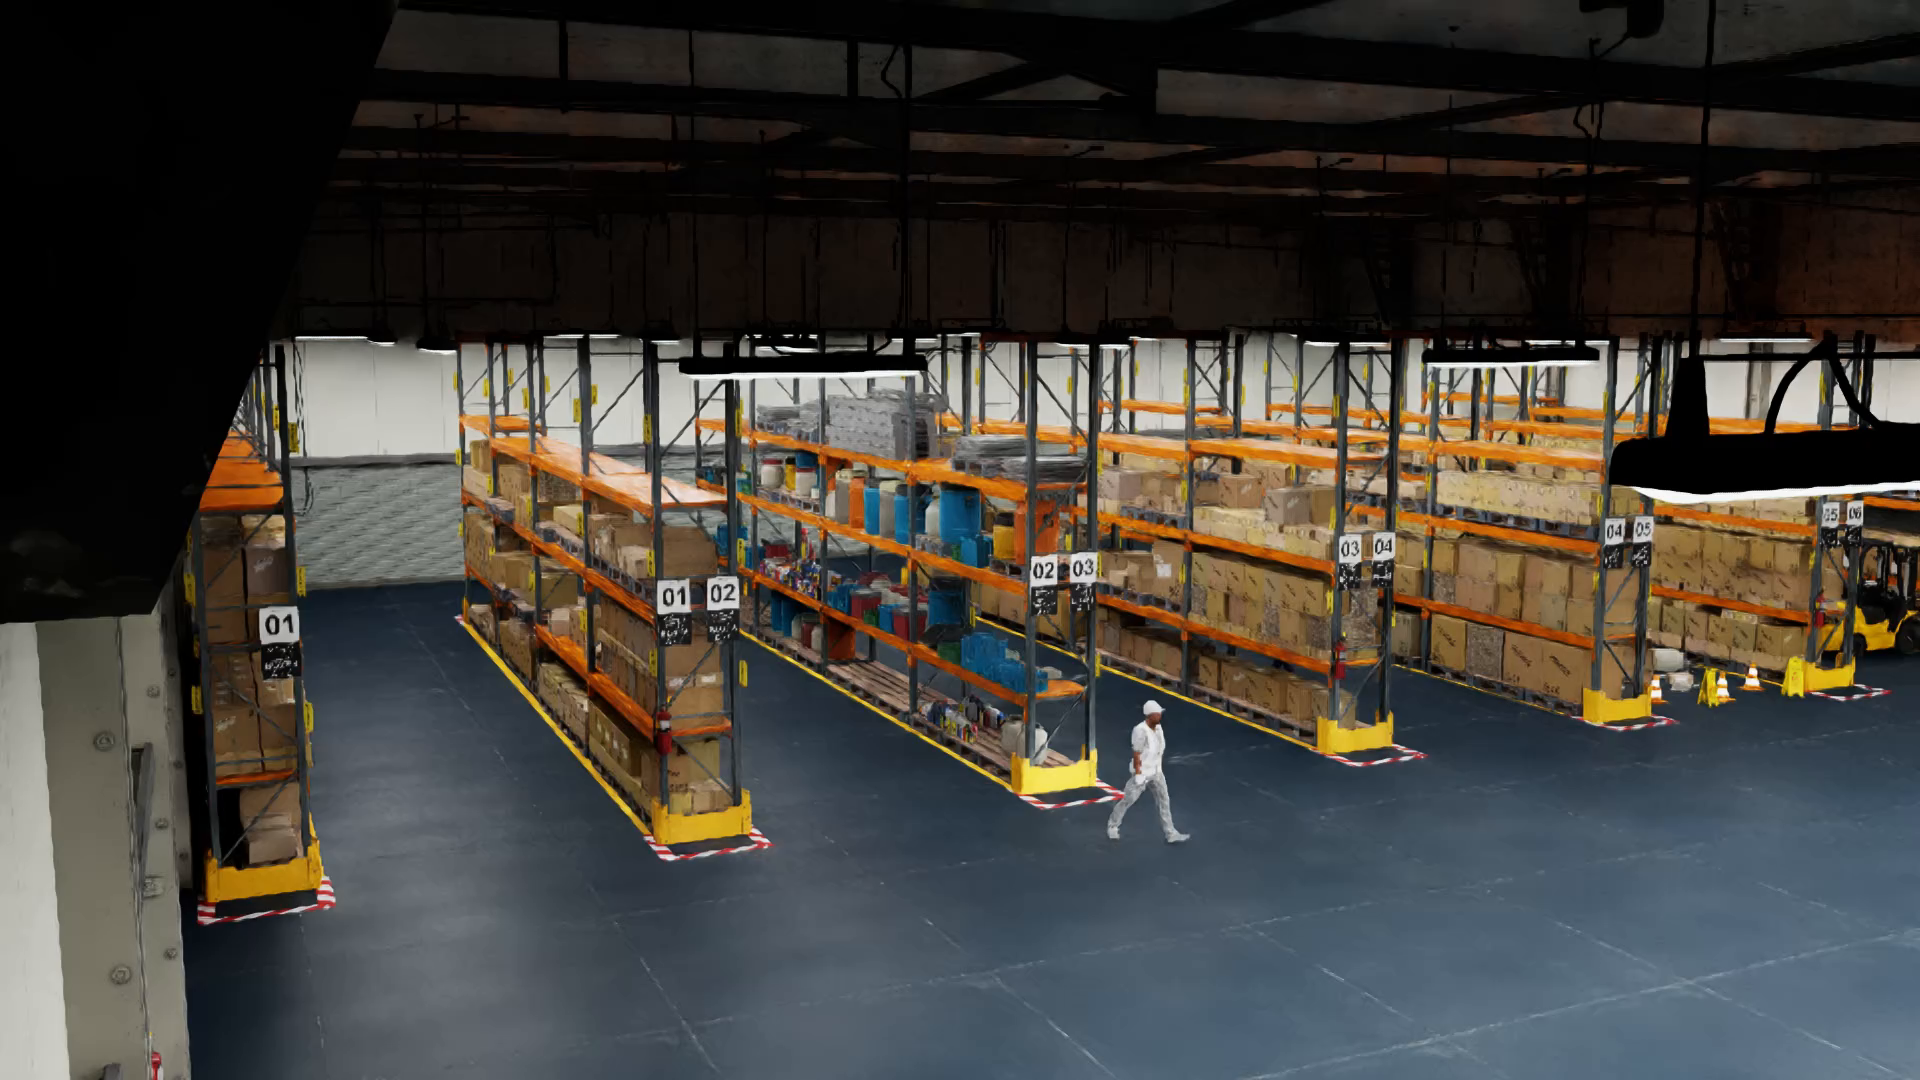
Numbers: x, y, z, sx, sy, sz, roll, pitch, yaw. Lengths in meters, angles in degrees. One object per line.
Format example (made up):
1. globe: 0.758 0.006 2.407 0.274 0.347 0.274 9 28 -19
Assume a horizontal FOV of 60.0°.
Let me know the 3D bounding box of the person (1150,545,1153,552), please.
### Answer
1. person: 5.340 -0.462 44.334 0.453 1.671 0.651 2 8 16

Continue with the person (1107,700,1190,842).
1. person: 2.241 2.784 19.968 0.946 1.756 0.598 6 10 40

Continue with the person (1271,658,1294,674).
1. person: 5.696 1.675 28.792 0.478 1.554 1.083 -4 9 -26

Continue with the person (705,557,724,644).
1. person: -4.866 1.124 32.151 0.624 1.749 0.745 0 8 -1

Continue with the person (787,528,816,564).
1. person: -3.447 0.586 36.325 0.677 1.741 0.552 -4 9 -26
